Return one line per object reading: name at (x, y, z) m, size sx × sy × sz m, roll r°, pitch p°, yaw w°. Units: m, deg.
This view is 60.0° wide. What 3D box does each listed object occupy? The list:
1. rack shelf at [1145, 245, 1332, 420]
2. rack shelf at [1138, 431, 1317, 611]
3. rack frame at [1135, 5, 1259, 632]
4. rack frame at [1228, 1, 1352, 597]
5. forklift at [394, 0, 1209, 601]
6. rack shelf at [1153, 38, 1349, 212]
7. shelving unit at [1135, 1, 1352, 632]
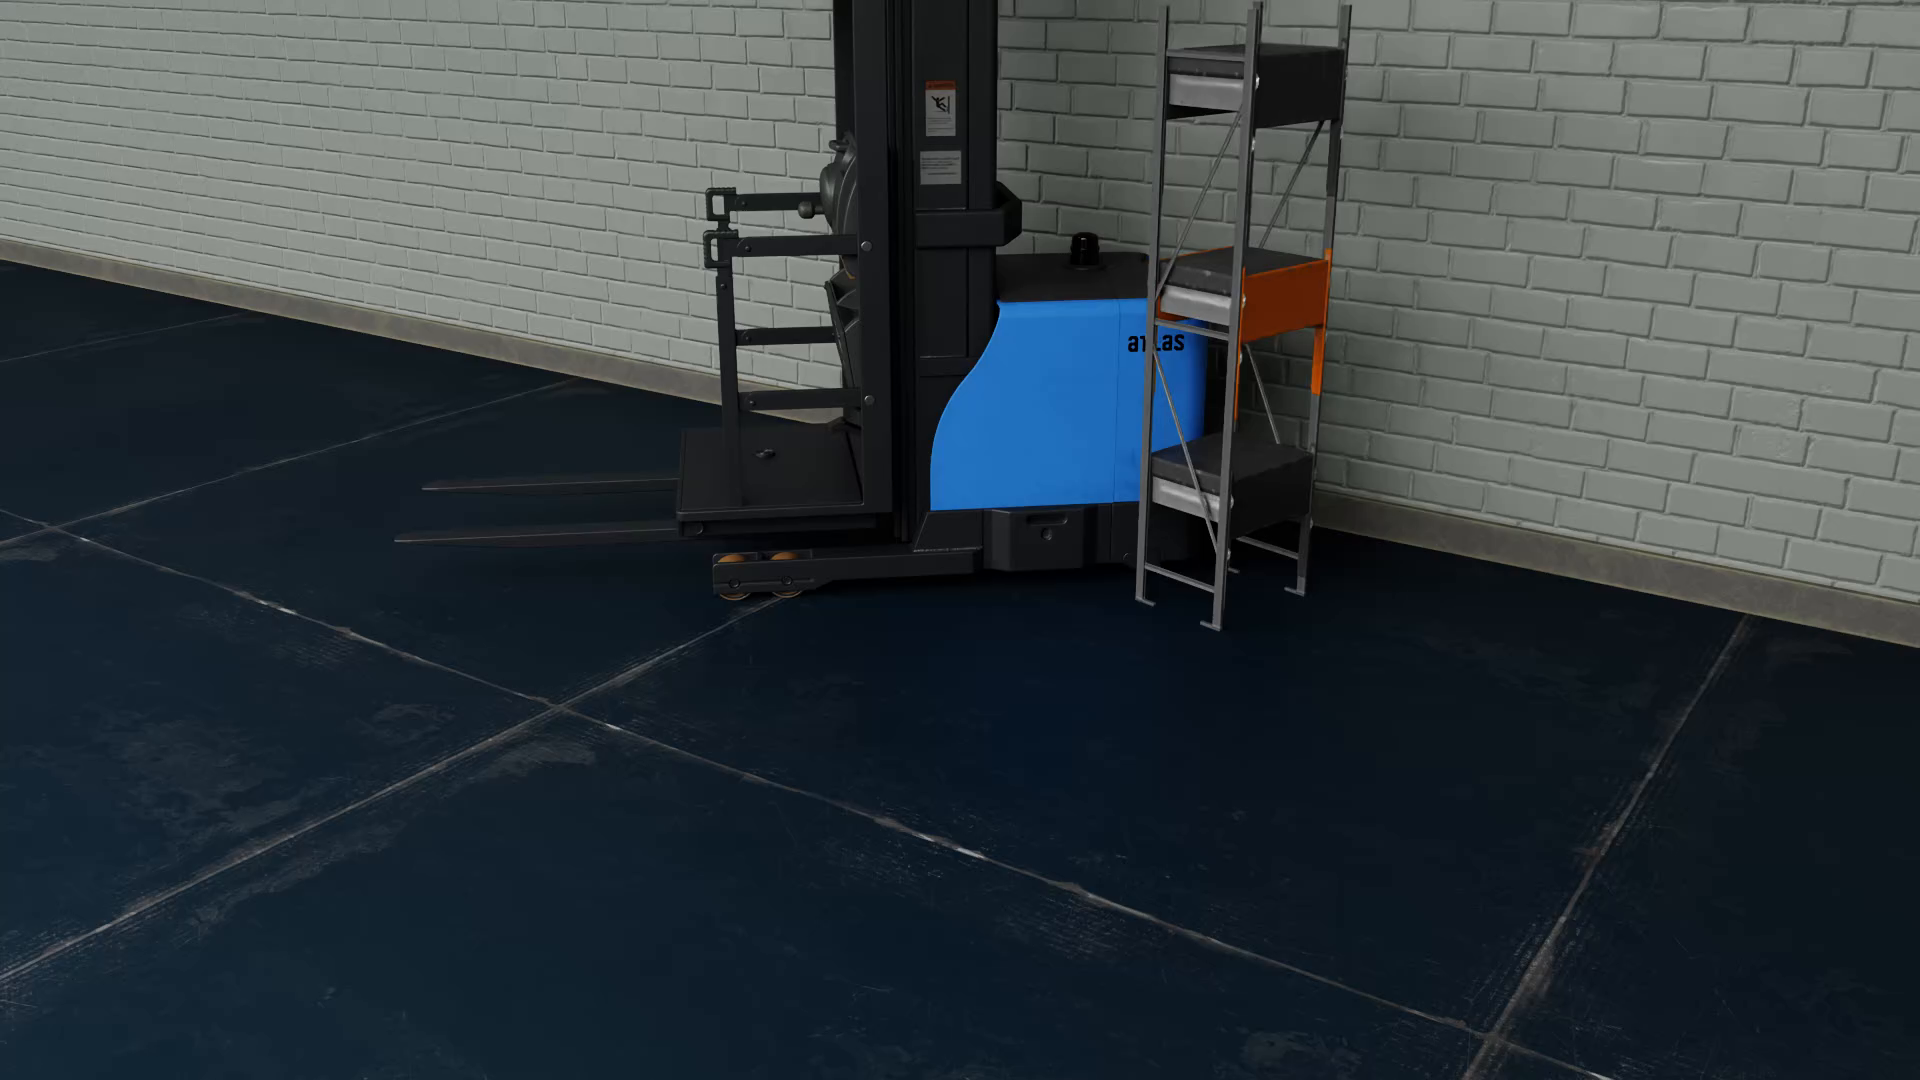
rack shelf at (0.971, -0.757, 5.825) m, size 0.480 × 0.518 × 0.431 m, roll -17°, pitch 27°, yaw -39°
rack shelf at (0.971, -0.101, 6.068) m, size 0.480 × 0.518 × 0.431 m, roll -17°, pitch 27°, yaw -39°
rack frame at (0.790, -0.713, 5.667) m, size 0.015 × 2.100 × 0.400 m, roll -17°, pitch 27°, yaw -39°
rack frame at (1.152, -0.827, 5.974) m, size 0.015 × 2.100 × 0.400 m, roll -17°, pitch 27°, yaw -39°
forklift at (-0.625, -1.346, 6.178) m, size 3.031 × 2.935 × 1.130 m, roll -3°, pitch 20°, yaw -7°
rack shelf at (0.971, -1.414, 5.582) m, size 0.480 × 0.518 × 0.431 m, roll -17°, pitch 27°, yaw -39°
shelving unit at (0.971, -0.770, 5.820) m, size 0.503 × 2.100 × 0.431 m, roll -17°, pitch 27°, yaw -39°
